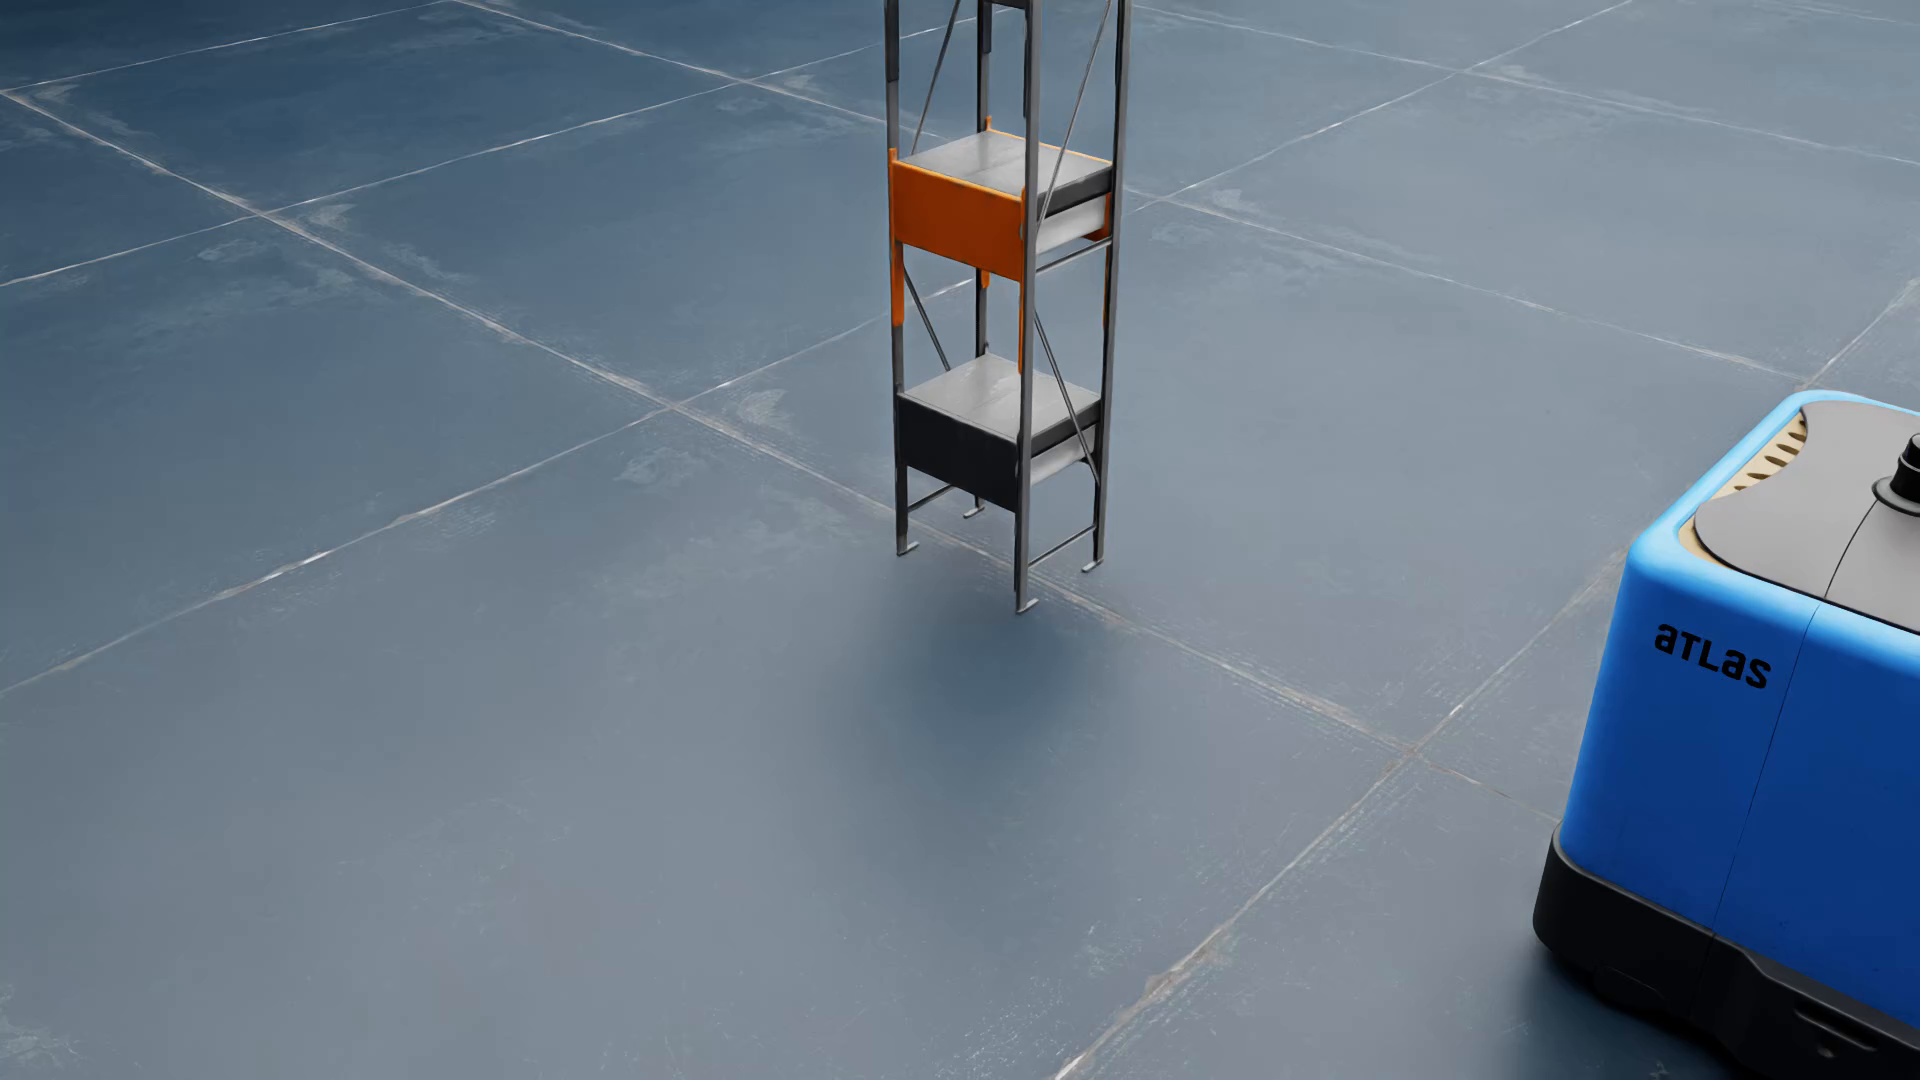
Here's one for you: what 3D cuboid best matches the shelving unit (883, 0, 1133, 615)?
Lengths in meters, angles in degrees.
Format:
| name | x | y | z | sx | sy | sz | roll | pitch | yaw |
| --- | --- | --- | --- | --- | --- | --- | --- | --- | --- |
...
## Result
| name | x | y | z | sx | sy | sz | roll | pitch | yaw |
| --- | --- | --- | --- | --- | --- | --- | --- | --- | --- |
| shelving unit | 0.123 | -0.842 | 4.613 | 0.503 | 2.100 | 0.431 | 25 | 39 | 35 |

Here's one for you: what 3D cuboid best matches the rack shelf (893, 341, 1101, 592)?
| name | x | y | z | sx | sy | sz | roll | pitch | yaw |
| --- | --- | --- | --- | --- | --- | --- | --- | --- | --- |
| rack shelf | 0.123 | -0.231 | 4.981 | 0.480 | 0.518 | 0.431 | 25 | 39 | 35 |

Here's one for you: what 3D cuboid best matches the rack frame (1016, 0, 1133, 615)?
| name | x | y | z | sx | sy | sz | roll | pitch | yaw |
| --- | --- | --- | --- | --- | --- | --- | --- | --- | --- |
| rack frame | 0.304 | -0.758 | 4.473 | 0.015 | 2.100 | 0.400 | 25 | 39 | 35 |

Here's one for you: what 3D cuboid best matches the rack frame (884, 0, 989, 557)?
| name | x | y | z | sx | sy | sz | roll | pitch | yaw |
| --- | --- | --- | --- | --- | --- | --- | --- | --- | --- |
| rack frame | -0.058 | -0.927 | 4.754 | 0.015 | 2.100 | 0.400 | 25 | 39 | 35 |

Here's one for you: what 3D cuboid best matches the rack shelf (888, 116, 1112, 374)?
| name | x | y | z | sx | sy | sz | roll | pitch | yaw |
| --- | --- | --- | --- | --- | --- | --- | --- | --- | --- |
| rack shelf | 0.123 | -0.831 | 4.620 | 0.480 | 0.518 | 0.431 | 25 | 39 | 35 |

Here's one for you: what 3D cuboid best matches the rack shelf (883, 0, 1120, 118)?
| name | x | y | z | sx | sy | sz | roll | pitch | yaw |
| --- | --- | --- | --- | --- | --- | --- | --- | --- | --- |
| rack shelf | 0.123 | -1.430 | 4.259 | 0.480 | 0.518 | 0.431 | 25 | 39 | 35 |

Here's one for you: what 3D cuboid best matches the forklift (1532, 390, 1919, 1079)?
| name | x | y | z | sx | sy | sz | roll | pitch | yaw |
| --- | --- | --- | --- | --- | --- | --- | --- | --- | --- |
| forklift | 2.703 | -0.005 | 2.417 | 3.031 | 2.935 | 1.130 | 25 | 39 | 35 |
